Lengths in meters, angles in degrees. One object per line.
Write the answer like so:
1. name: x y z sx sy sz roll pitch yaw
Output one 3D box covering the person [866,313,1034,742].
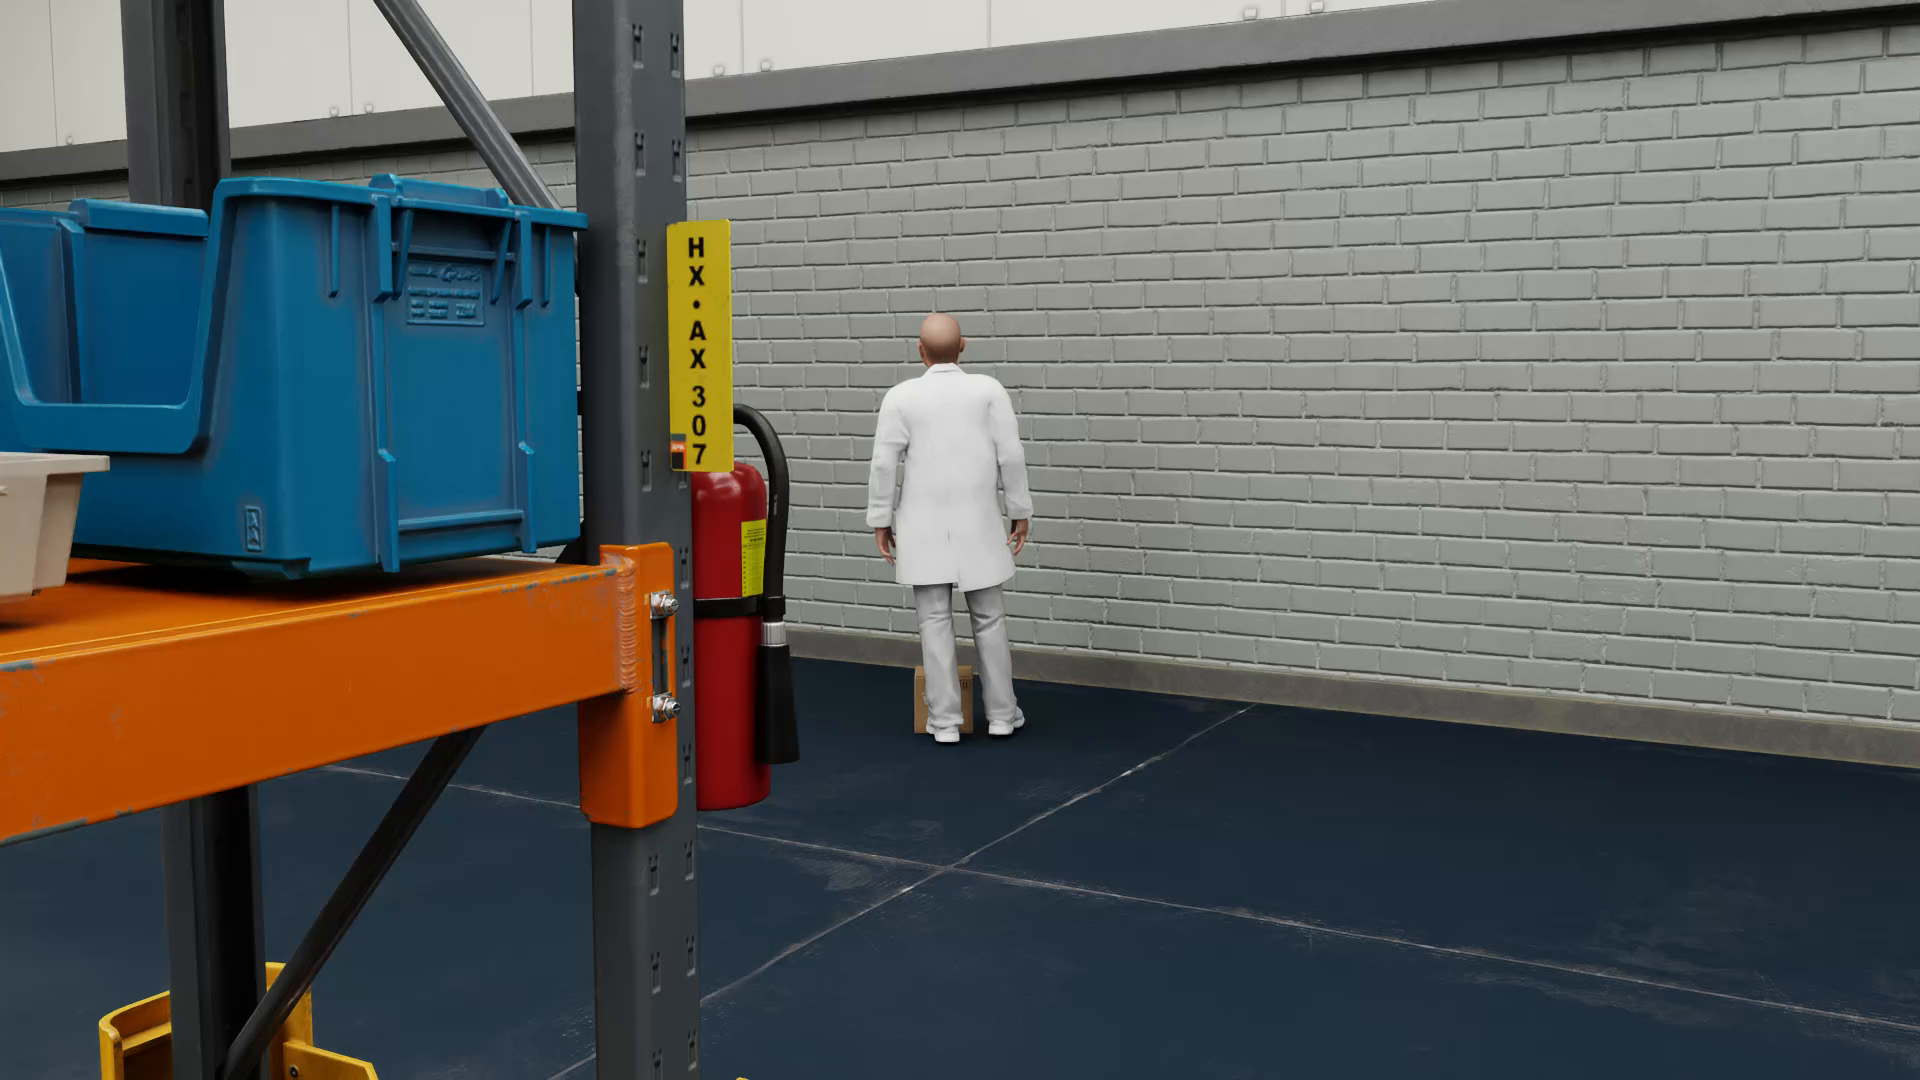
1. person: -0.042 -0.054 7.006 0.698 1.779 0.578 0 6 0
